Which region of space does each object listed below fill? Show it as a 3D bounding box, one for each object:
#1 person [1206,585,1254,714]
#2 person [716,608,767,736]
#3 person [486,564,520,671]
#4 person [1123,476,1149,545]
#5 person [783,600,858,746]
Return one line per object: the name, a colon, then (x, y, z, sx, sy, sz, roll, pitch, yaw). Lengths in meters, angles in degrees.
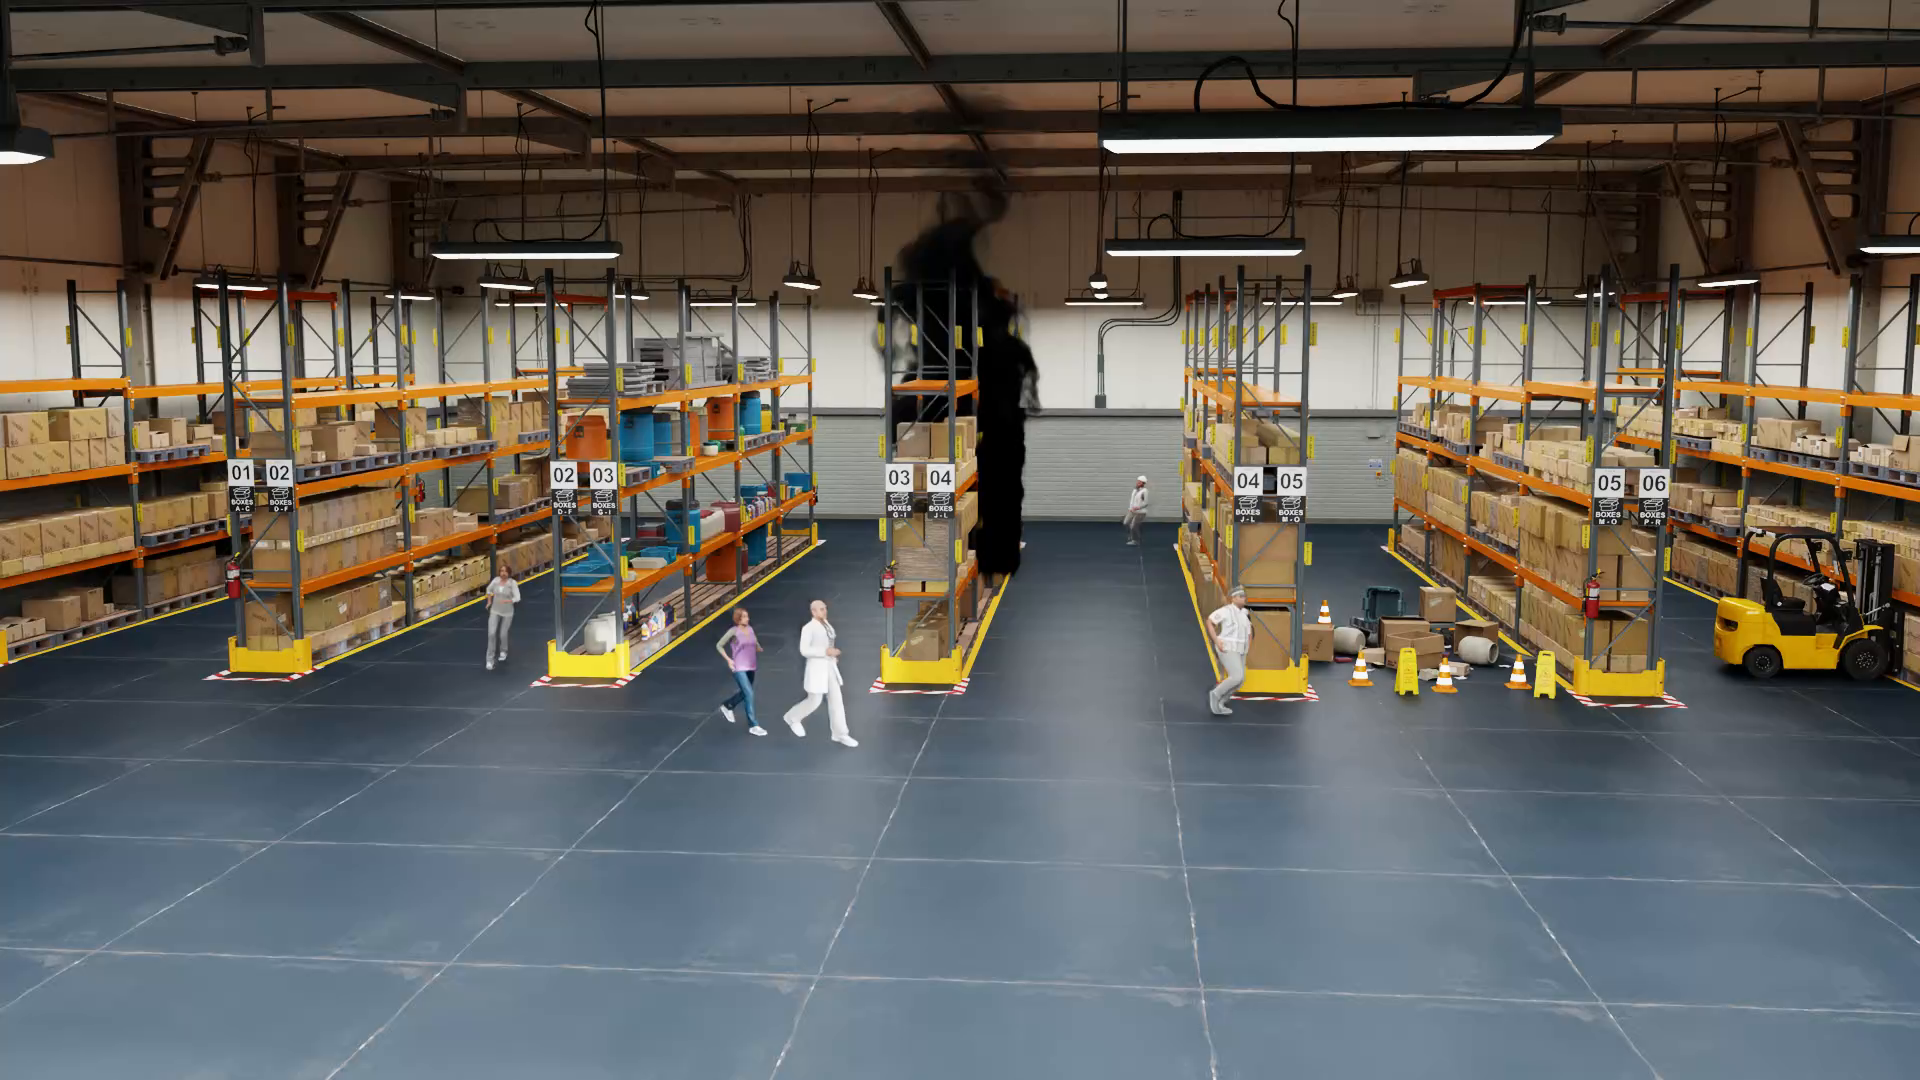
person: (3.668, 1.457, 22.157, 0.546, 1.708, 0.673, 7, 10, 44)
person: (-2.765, 1.643, 21.080, 0.889, 1.576, 0.542, 5, 9, 37)
person: (-6.968, 1.156, 25.409, 0.538, 1.440, 0.721, -1, 7, -5)
person: (4.240, -0.699, 39.985, 0.571, 1.702, 0.676, -5, 9, -38)
person: (-1.728, 1.622, 20.463, 1.049, 1.781, 0.710, 4, 8, 32)
